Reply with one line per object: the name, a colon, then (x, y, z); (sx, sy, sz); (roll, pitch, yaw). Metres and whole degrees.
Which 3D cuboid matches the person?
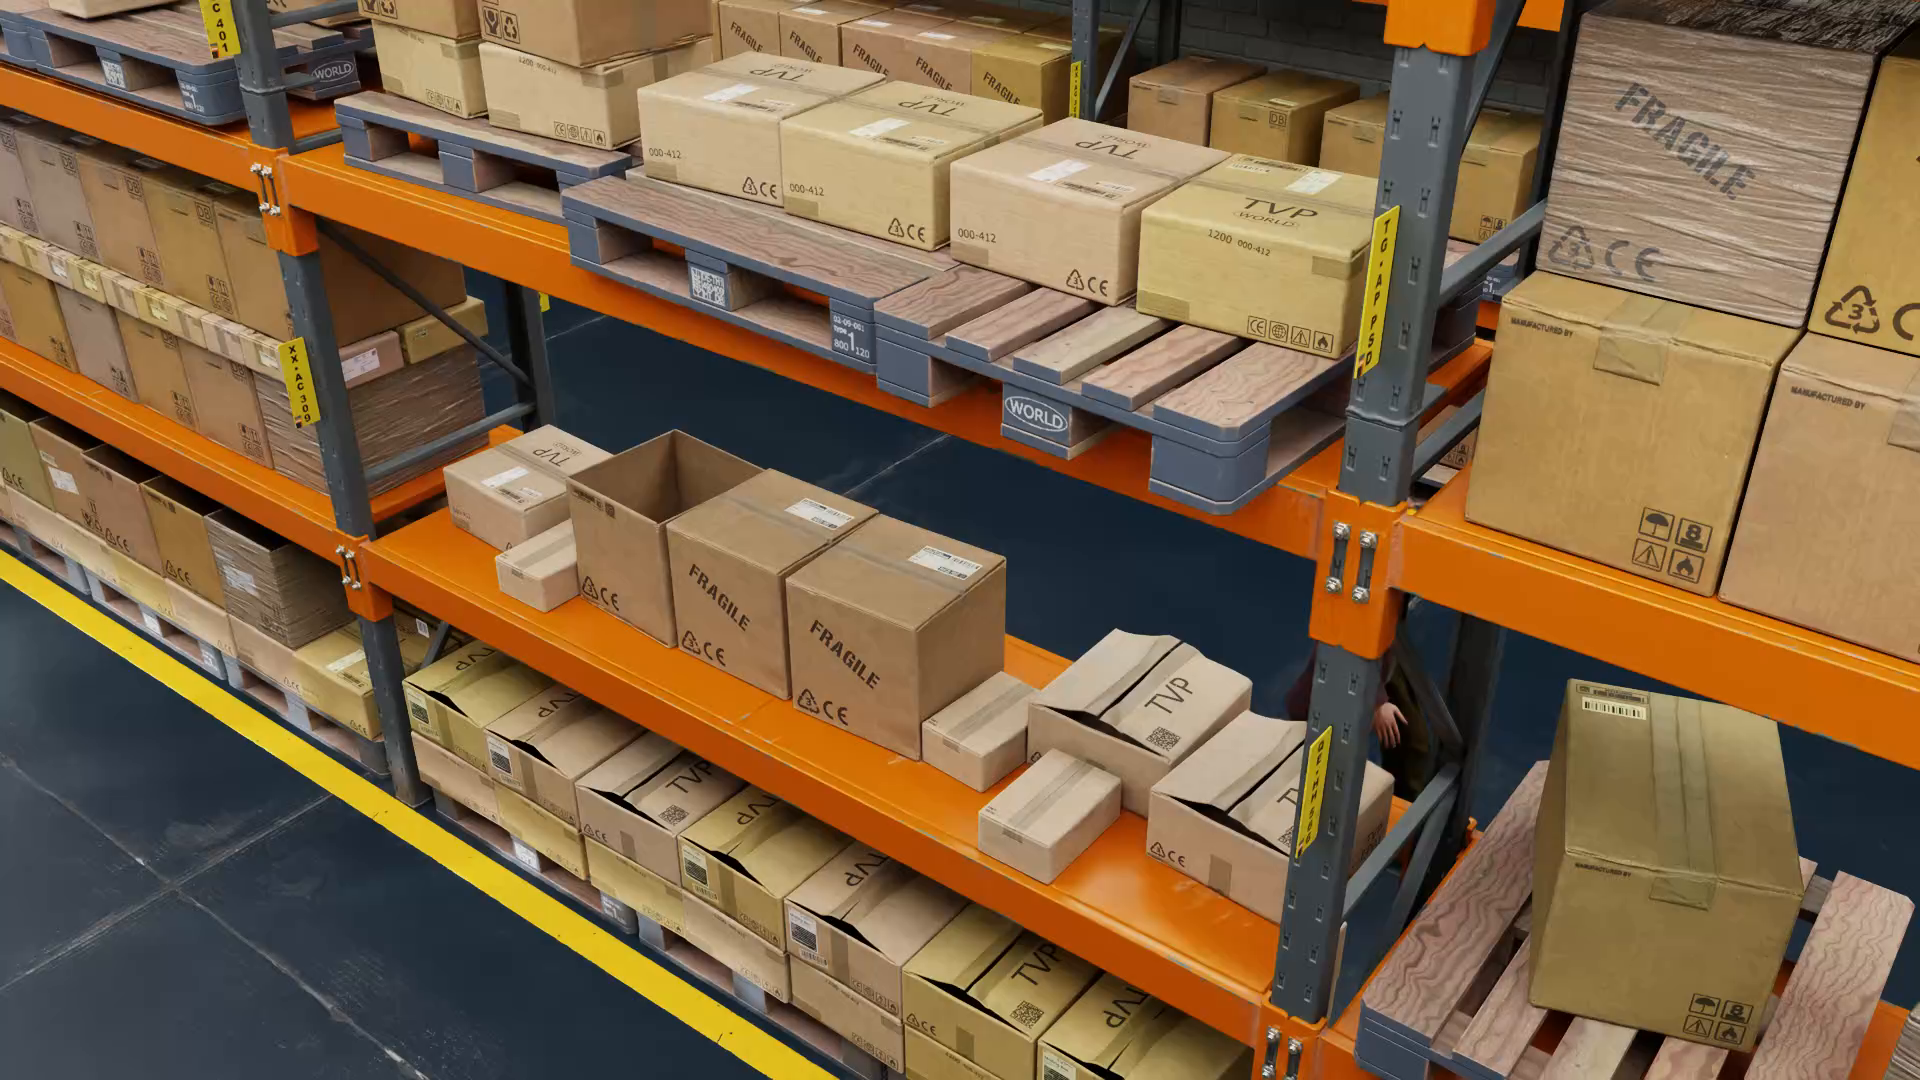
person: (1.490, 0.464, 6.366); (1.153, 1.728, 0.629); (17, 35, 27)
